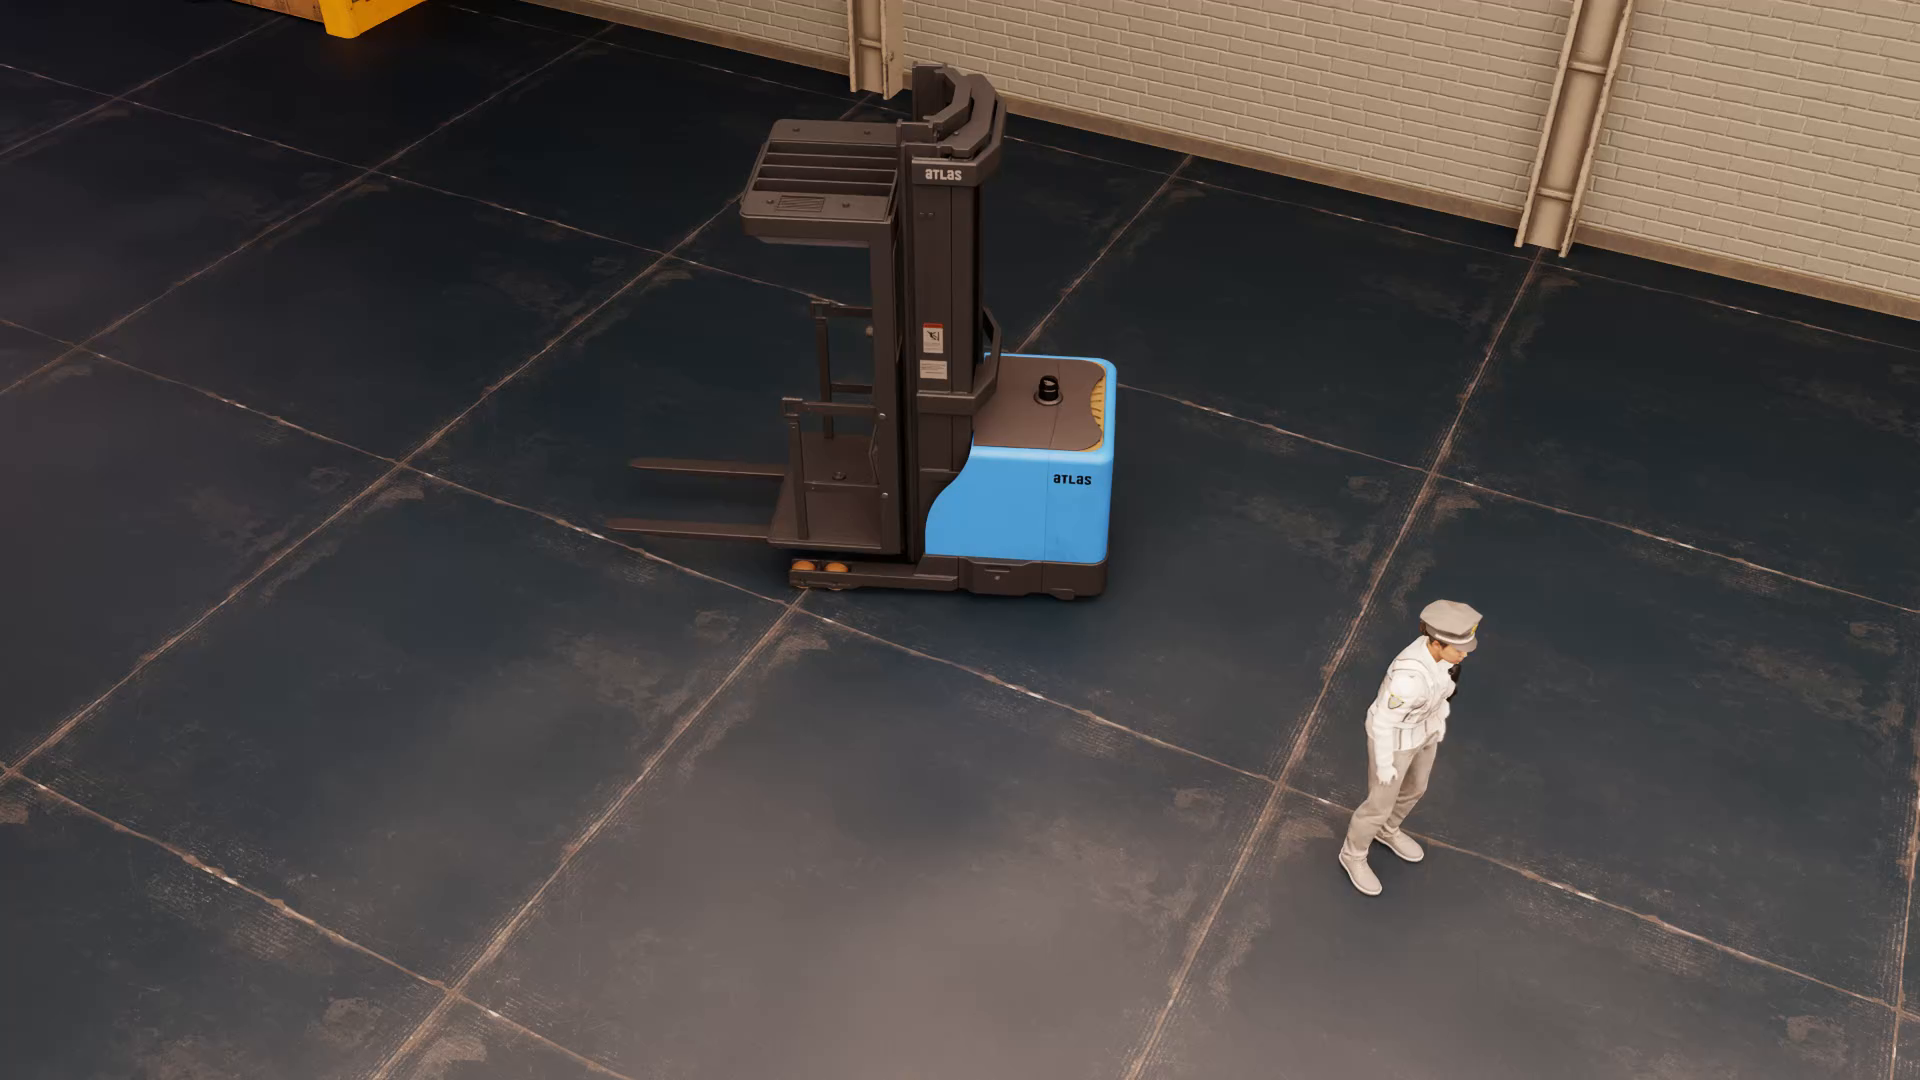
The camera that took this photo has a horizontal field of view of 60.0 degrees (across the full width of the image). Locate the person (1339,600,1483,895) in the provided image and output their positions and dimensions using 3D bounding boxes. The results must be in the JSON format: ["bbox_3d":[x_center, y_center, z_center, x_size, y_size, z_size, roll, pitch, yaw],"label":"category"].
[{"bbox_3d":[2.117,0.940,7.854,0.547,1.666,0.371,-30,49,-31],"label":"person"}]

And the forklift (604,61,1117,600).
[{"bbox_3d":[-0.606,-1.157,9.360,3.031,2.935,1.130,3,40,4],"label":"forklift"}]
